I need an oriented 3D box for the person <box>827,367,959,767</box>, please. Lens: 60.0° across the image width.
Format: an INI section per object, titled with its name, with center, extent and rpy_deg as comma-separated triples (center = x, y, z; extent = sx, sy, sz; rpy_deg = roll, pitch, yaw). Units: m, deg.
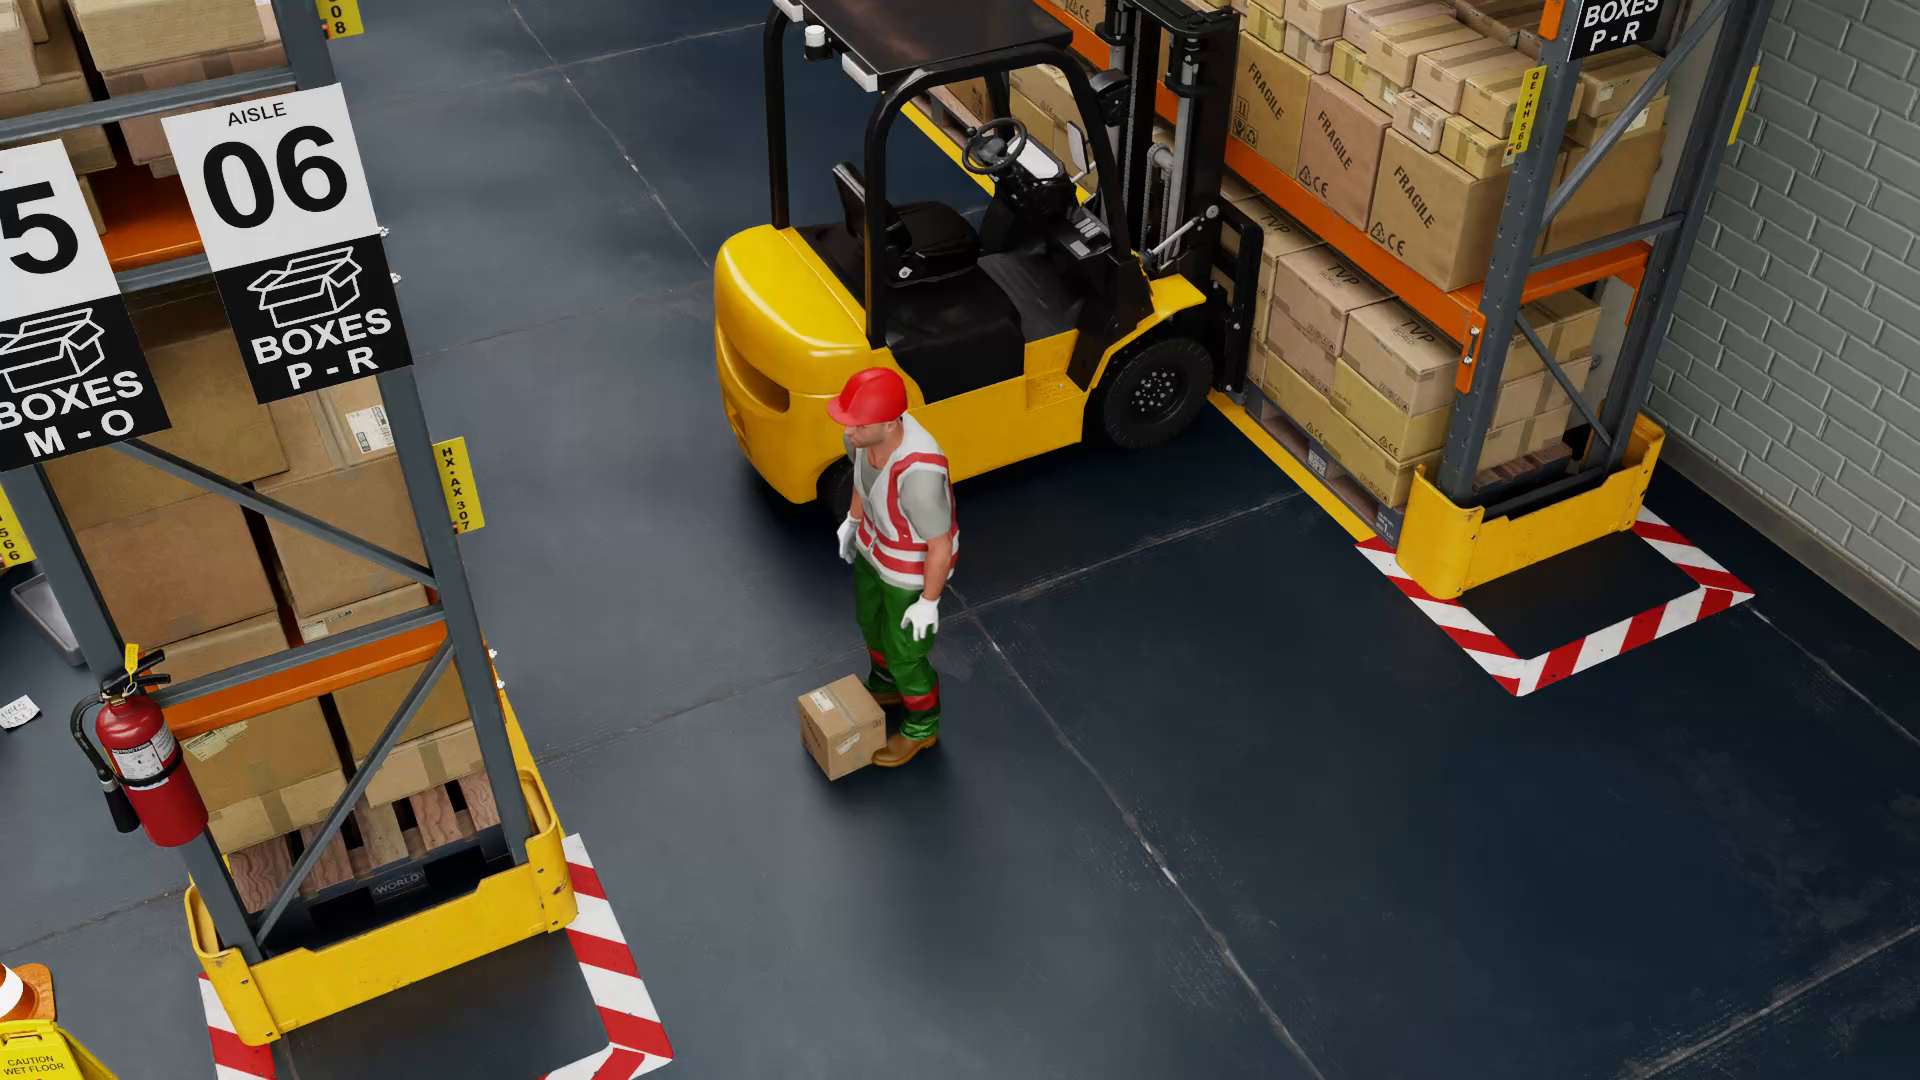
[person]
center = -0.248, 0.092, 6.040
extent = 0.448, 1.780, 0.620
rpy_deg = -21, 45, -23
